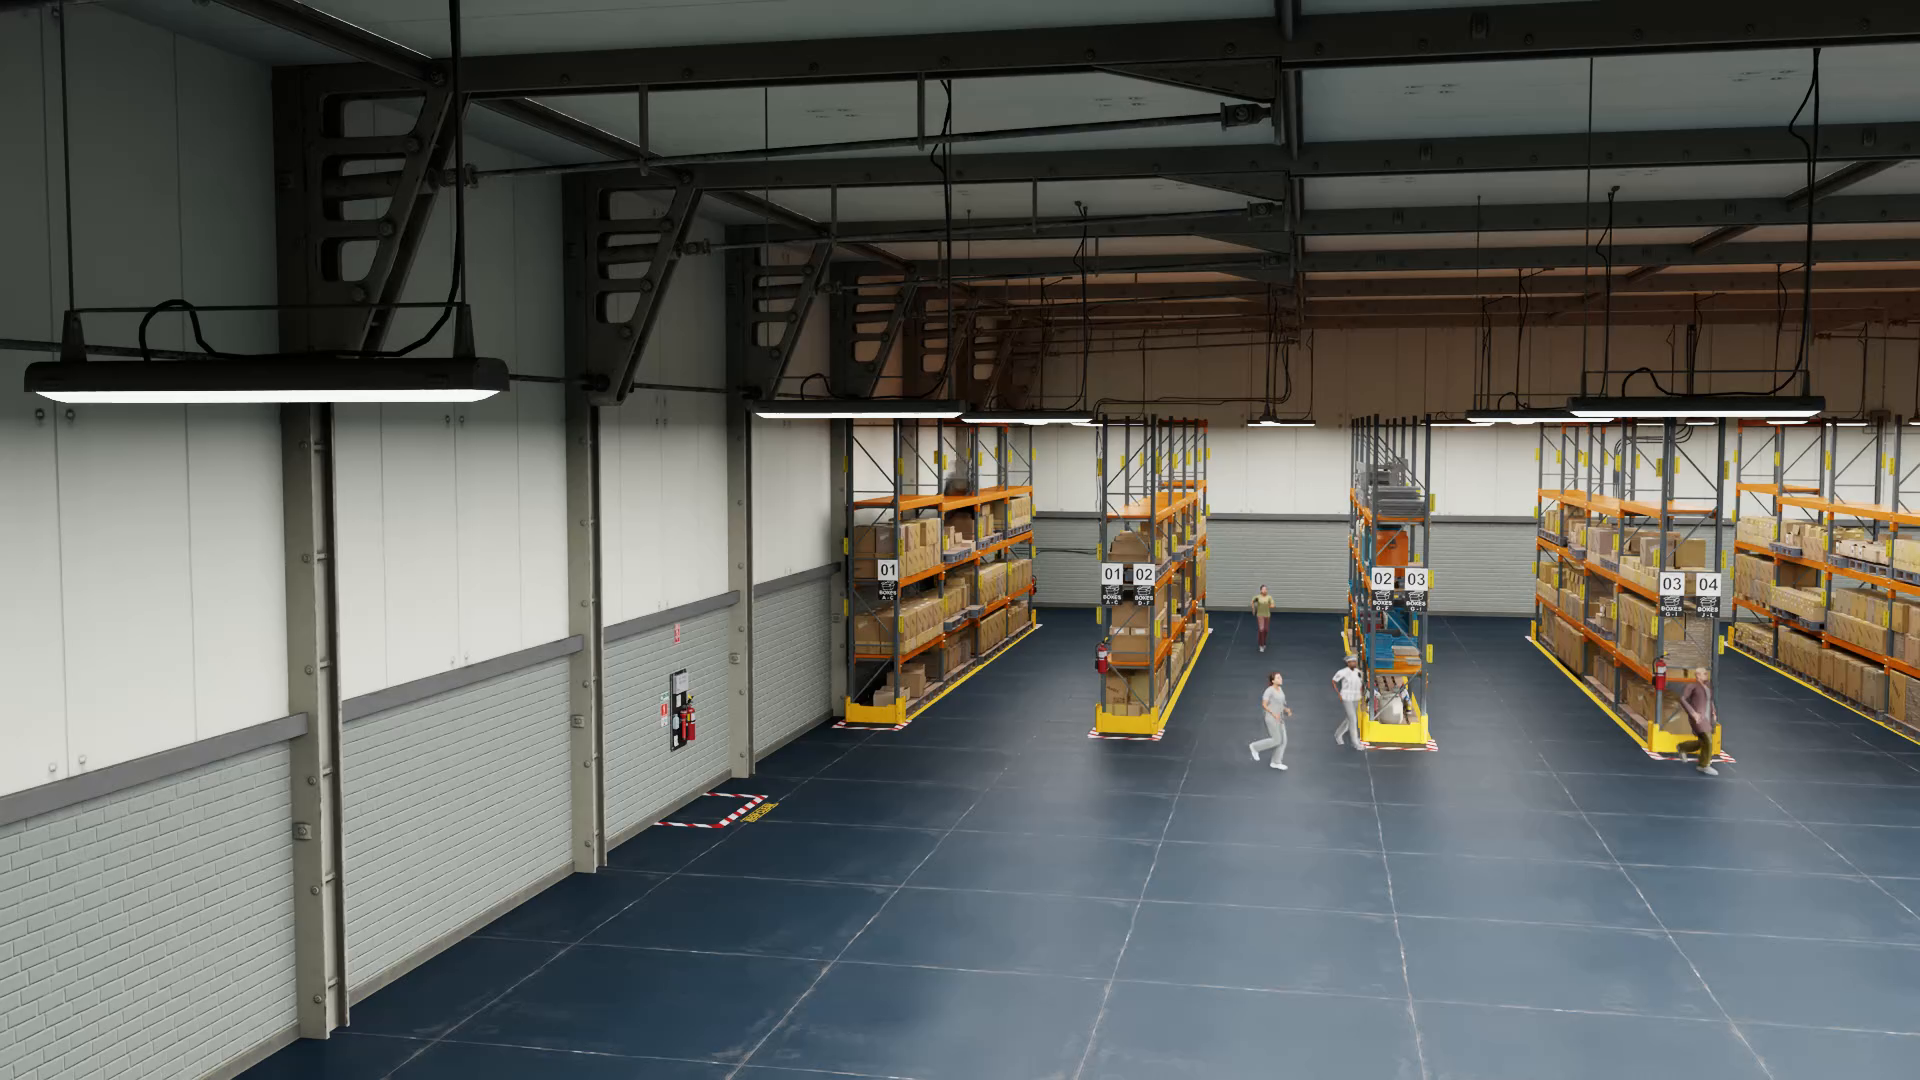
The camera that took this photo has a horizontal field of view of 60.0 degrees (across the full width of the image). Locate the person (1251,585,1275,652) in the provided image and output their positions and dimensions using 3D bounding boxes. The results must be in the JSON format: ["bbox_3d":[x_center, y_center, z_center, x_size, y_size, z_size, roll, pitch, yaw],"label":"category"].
[{"bbox_3d":[7.854,2.017,43.062,0.547,1.726,0.752,0,4,-4],"label":"person"}]

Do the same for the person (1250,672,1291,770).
[{"bbox_3d":[5.282,3.038,28.187,0.647,1.645,0.567,3,5,38],"label":"person"}]

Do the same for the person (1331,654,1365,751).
[{"bbox_3d":[7.013,2.868,29.830,0.569,1.683,0.848,-2,4,-29],"label":"person"}]

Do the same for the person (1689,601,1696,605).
[{"bbox_3d":[18.903,2.013,42.991,0.649,1.750,0.709,1,4,20],"label":"person"}]

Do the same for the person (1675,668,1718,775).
[{"bbox_3d":[12.377,3.007,27.900,0.734,1.749,0.830,-3,5,-34],"label":"person"}]
